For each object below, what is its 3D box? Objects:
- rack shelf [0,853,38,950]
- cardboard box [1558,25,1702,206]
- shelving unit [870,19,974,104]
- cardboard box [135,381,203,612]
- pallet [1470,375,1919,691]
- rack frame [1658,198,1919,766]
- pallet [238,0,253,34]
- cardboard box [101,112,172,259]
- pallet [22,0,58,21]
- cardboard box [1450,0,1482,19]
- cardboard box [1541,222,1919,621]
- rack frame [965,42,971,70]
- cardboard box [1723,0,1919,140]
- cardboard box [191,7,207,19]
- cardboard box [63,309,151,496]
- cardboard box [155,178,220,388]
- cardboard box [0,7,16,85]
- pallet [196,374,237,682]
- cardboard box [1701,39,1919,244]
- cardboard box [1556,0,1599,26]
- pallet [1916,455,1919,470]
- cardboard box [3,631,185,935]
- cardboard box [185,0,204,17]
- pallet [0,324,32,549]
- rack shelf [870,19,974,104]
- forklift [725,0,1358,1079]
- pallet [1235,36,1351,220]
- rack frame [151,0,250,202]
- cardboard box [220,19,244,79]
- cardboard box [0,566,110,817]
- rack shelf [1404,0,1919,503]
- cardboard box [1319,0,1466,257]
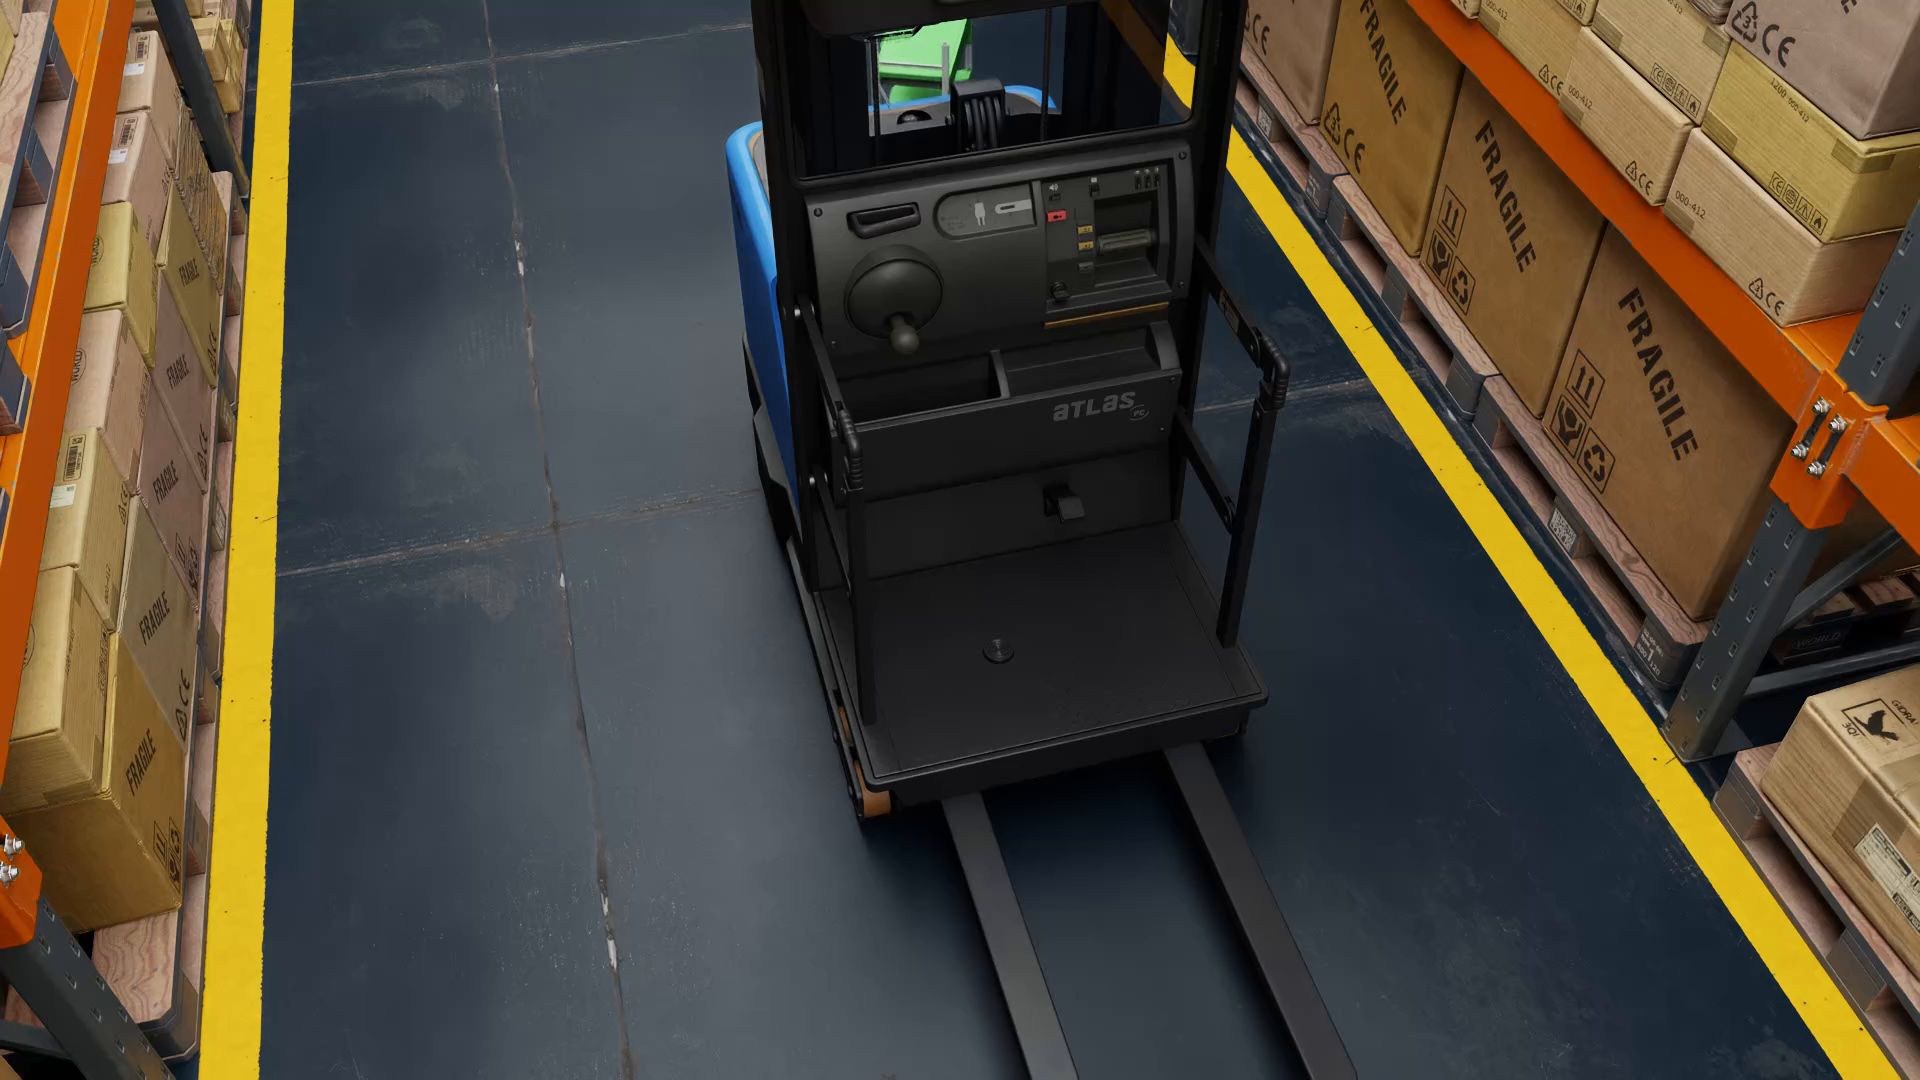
[{"bbox_3d":[-1.768,2.053,1.642,1.077,0.370,4.000,-11,47,-10],"label":"rack shelf"},{"bbox_3d":[1.953,-1.154,4.385,0.500,0.250,0.500,-10,46,-10],"label":"cardboard box"},{"bbox_3d":[-0.118,-1.273,5.658,0.258,1.200,0.503,6,46,6],"label":"shelving unit"},{"bbox_3d":[-2.482,-0.087,4.691,0.500,0.500,0.500,-12,47,-11],"label":"cardboard box"},{"bbox_3d":[2.350,-0.137,5.236,1.003,0.211,1.213,-11,47,-10],"label":"pallet"},{"bbox_3d":[2.479,-0.555,3.693,1.000,3.000,0.127,-11,47,-10],"label":"rack frame"},{"bbox_3d":[-3.826,-2.666,7.715,1.003,0.211,1.213,-11,47,-10],"label":"pallet"},{"bbox_3d":[-2.750,-1.051,5.110,0.500,0.250,0.500,-9,46,-8],"label":"cardboard box"},{"bbox_3d":[-3.249,-1.720,4.970,1.003,0.211,1.213,-11,47,-10],"label":"pallet"},{"bbox_3d":[1.682,-1.851,5.069,0.500,0.250,0.500,-11,47,-11],"label":"cardboard box"},{"bbox_3d":[2.383,-0.450,4.784,0.875,0.875,0.875,-11,47,-11],"label":"cardboard box"},{"bbox_3d":[-0.081,-1.446,5.827,0.240,1.200,0.015,6,46,6],"label":"rack frame"},{"bbox_3d":[2.094,-1.249,3.603,0.500,0.500,0.500,-12,47,-11],"label":"cardboard box"},{"bbox_3d":[-3.239,-2.062,6.664,0.380,0.149,0.250,-10,46,-10],"label":"cardboard box"},{"bbox_3d":[-2.467,-0.329,4.403,0.500,0.250,0.500,-10,46,-10],"label":"cardboard box"},{"bbox_3d":[-2.740,-0.794,5.384,0.500,0.500,0.500,-12,47,-11],"label":"cardboard box"},{"bbox_3d":[-2.674,-1.264,4.270,0.380,0.149,0.250,-9,46,-9],"label":"cardboard box"},{"bbox_3d":[-2.787,0.016,5.087,1.003,0.211,1.213,-11,47,-10],"label":"pallet"},{"bbox_3d":[2.110,-0.965,3.850,0.500,0.250,0.500,-11,47,-10],"label":"cardboard box"},{"bbox_3d":[1.824,-1.668,4.539,0.500,0.250,0.500,-12,47,-11],"label":"cardboard box"},{"bbox_3d":[2.765,-0.015,3.299,1.213,0.211,1.003,-11,47,-10],"label":"pallet"},{"bbox_3d":[-2.214,0.613,4.005,0.500,0.500,0.500,-13,47,-12],"label":"cardboard box"},{"bbox_3d":[-3.205,-2.175,6.567,0.380,0.149,0.250,-9,46,-8],"label":"cardboard box"},{"bbox_3d":[-2.565,0.015,3.269,1.213,0.211,1.003,-11,47,-10],"label":"pallet"},{"bbox_3d":[-0.118,-1.565,5.361,0.258,0.148,0.480,6,46,6],"label":"rack shelf"},{"bbox_3d":[0.167,-0.592,3.778,1.130,2.935,3.031,-11,47,-11],"label":"forklift"},{"bbox_3d":[1.726,-1.821,6.887,1.003,0.211,1.213,-11,47,-10],"label":"pallet"},{"bbox_3d":[-3.304,-2.341,5.444,1.000,3.000,0.127,-11,47,-10],"label":"rack frame"},{"bbox_3d":[-3.155,-1.984,6.796,0.380,0.149,0.250,-9,46,-9],"label":"cardboard box"},{"bbox_3d":[-2.222,0.365,3.723,0.500,0.250,0.500,-13,47,-12],"label":"cardboard box"},{"bbox_3d":[1.967,-1.684,5.303,1.077,0.370,4.000,-11,47,-10],"label":"rack shelf"},{"bbox_3d":[1.930,-1.684,5.994,0.875,0.875,0.875,-9,46,-9],"label":"cardboard box"}]
